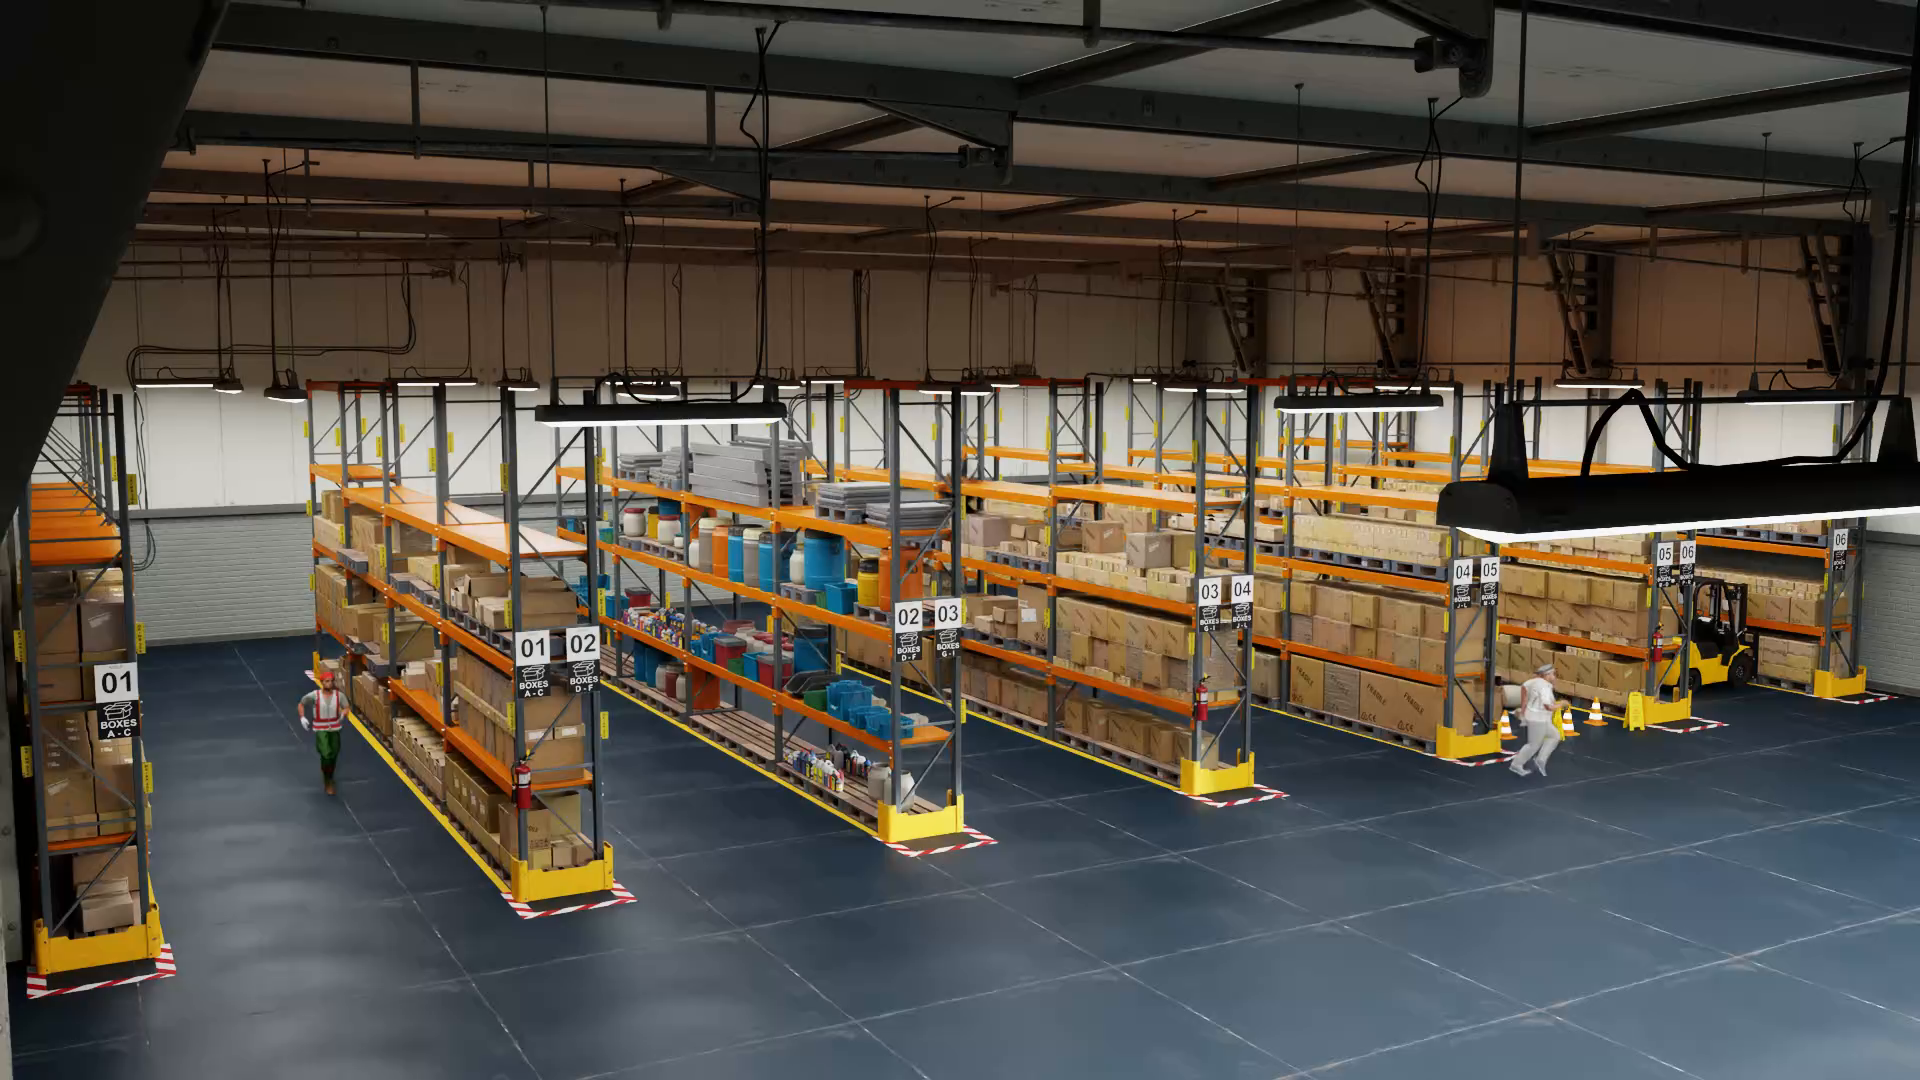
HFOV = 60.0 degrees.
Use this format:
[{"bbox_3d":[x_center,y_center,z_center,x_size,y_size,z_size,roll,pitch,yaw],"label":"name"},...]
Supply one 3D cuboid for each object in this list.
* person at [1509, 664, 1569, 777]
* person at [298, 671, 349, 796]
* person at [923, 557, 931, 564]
[{"bbox_3d":[8.849,2.759,25.403,0.835,1.782,0.692,1,6,9],"label":"person"},{"bbox_3d":[-9.370,2.846,24.603,0.669,1.807,0.762,-5,8,-37],"label":"person"},{"bbox_3d":[-1.026,1.160,41.295,0.546,1.616,0.695,-5,8,-37],"label":"person"}]
